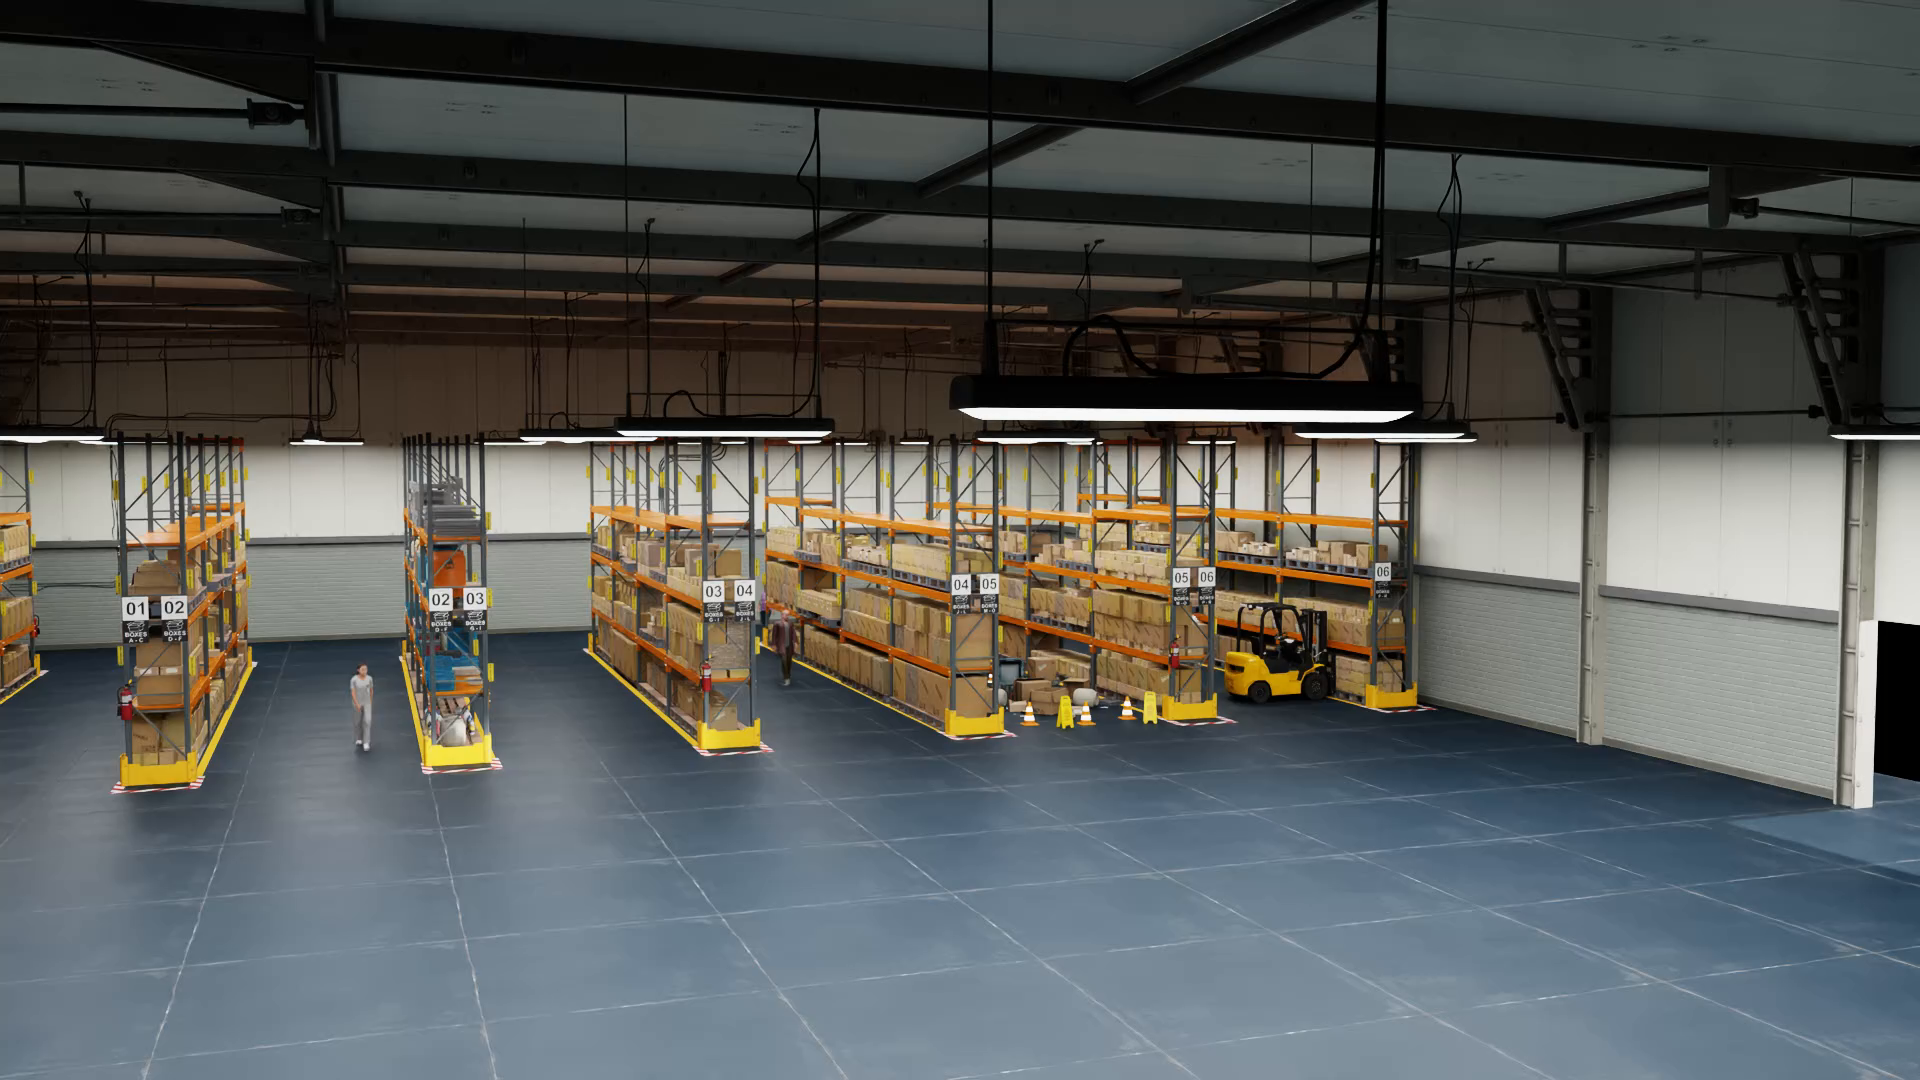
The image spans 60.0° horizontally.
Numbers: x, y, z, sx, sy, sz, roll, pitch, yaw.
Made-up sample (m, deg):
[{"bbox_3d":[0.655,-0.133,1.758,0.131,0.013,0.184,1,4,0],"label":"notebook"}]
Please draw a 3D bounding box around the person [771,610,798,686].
[{"bbox_3d":[-4.193,2.611,40.395,0.609,1.804,0.732,-2,4,-35],"label":"person"}]

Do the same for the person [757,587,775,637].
[{"bbox_3d":[-5.887,2.150,50.575,0.496,1.590,0.688,0,3,6],"label":"person"}]

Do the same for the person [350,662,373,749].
[{"bbox_3d":[-11.403,3.137,31.729,0.436,1.616,0.961,-2,4,-28],"label":"person"}]

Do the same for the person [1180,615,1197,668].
[{"bbox_3d":[5.492,2.672,39.583,0.553,1.821,0.613,-1,3,-25],"label":"person"}]
